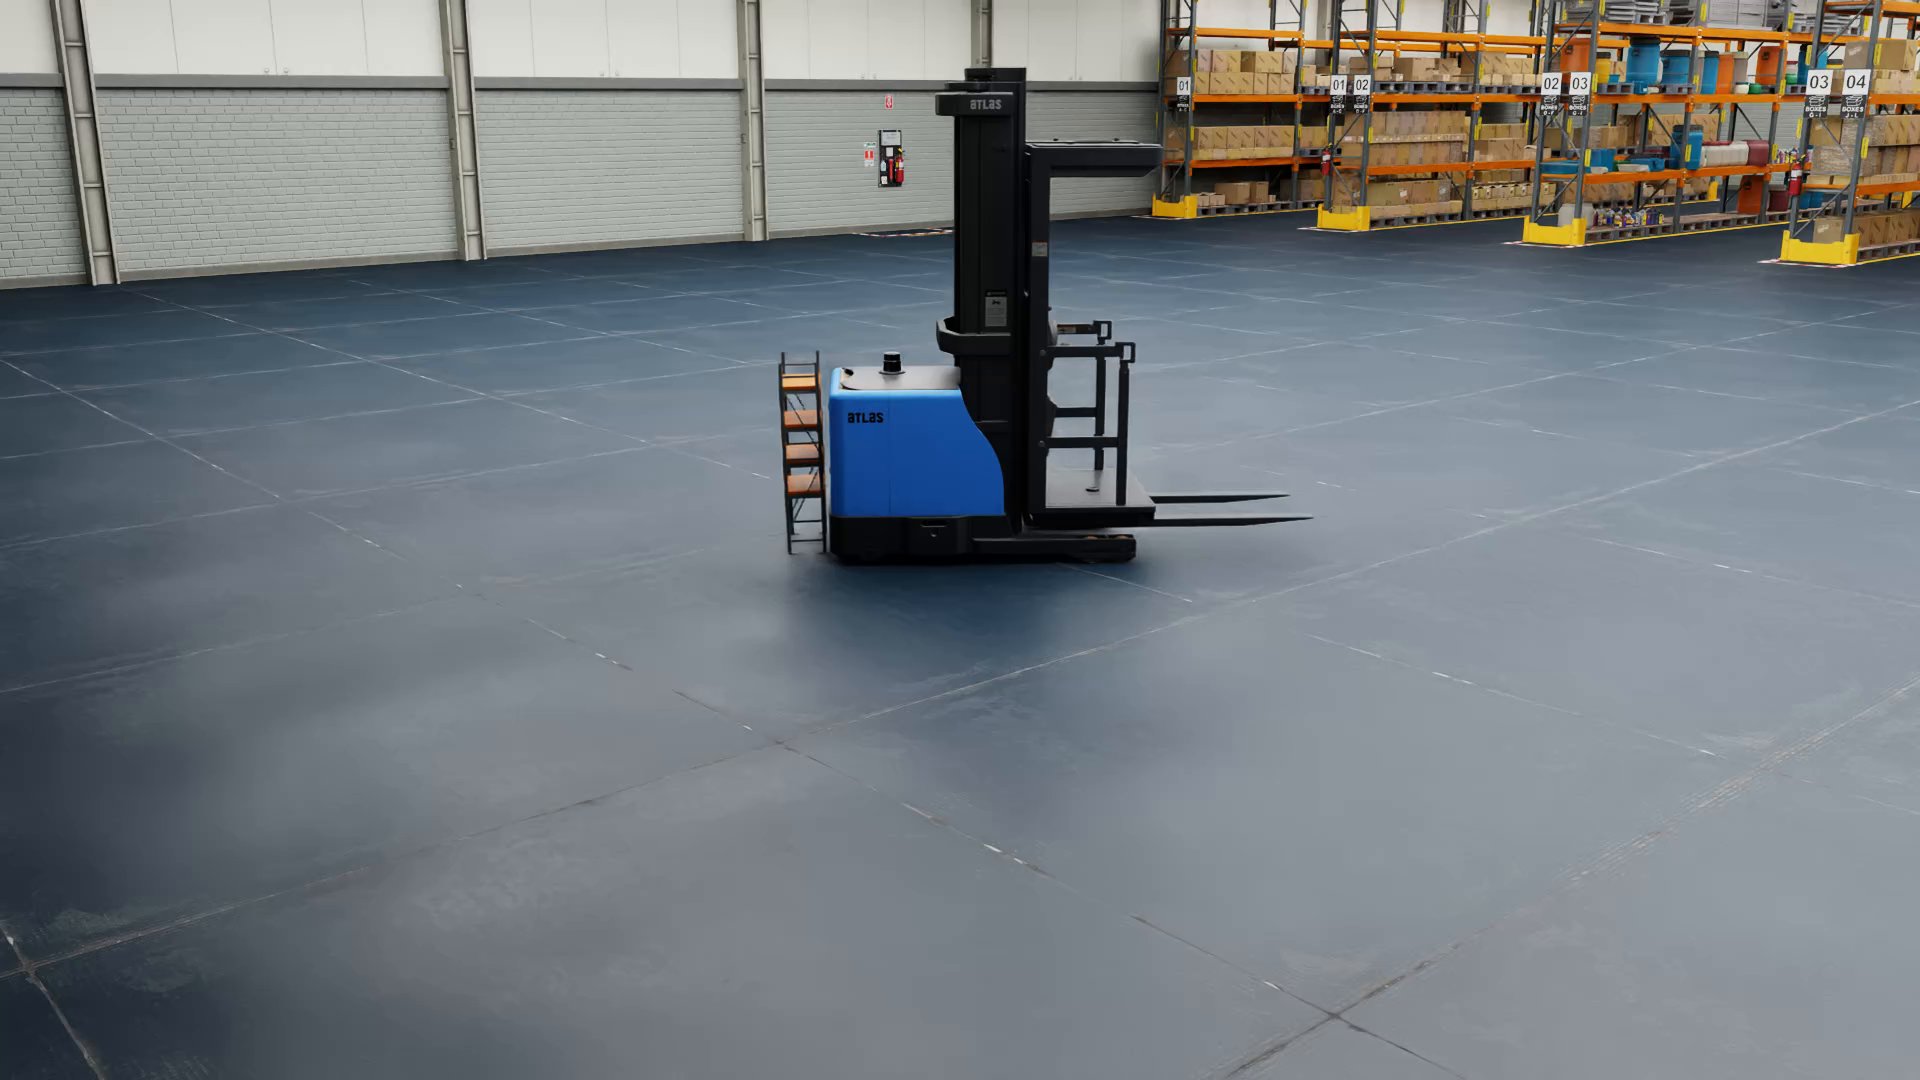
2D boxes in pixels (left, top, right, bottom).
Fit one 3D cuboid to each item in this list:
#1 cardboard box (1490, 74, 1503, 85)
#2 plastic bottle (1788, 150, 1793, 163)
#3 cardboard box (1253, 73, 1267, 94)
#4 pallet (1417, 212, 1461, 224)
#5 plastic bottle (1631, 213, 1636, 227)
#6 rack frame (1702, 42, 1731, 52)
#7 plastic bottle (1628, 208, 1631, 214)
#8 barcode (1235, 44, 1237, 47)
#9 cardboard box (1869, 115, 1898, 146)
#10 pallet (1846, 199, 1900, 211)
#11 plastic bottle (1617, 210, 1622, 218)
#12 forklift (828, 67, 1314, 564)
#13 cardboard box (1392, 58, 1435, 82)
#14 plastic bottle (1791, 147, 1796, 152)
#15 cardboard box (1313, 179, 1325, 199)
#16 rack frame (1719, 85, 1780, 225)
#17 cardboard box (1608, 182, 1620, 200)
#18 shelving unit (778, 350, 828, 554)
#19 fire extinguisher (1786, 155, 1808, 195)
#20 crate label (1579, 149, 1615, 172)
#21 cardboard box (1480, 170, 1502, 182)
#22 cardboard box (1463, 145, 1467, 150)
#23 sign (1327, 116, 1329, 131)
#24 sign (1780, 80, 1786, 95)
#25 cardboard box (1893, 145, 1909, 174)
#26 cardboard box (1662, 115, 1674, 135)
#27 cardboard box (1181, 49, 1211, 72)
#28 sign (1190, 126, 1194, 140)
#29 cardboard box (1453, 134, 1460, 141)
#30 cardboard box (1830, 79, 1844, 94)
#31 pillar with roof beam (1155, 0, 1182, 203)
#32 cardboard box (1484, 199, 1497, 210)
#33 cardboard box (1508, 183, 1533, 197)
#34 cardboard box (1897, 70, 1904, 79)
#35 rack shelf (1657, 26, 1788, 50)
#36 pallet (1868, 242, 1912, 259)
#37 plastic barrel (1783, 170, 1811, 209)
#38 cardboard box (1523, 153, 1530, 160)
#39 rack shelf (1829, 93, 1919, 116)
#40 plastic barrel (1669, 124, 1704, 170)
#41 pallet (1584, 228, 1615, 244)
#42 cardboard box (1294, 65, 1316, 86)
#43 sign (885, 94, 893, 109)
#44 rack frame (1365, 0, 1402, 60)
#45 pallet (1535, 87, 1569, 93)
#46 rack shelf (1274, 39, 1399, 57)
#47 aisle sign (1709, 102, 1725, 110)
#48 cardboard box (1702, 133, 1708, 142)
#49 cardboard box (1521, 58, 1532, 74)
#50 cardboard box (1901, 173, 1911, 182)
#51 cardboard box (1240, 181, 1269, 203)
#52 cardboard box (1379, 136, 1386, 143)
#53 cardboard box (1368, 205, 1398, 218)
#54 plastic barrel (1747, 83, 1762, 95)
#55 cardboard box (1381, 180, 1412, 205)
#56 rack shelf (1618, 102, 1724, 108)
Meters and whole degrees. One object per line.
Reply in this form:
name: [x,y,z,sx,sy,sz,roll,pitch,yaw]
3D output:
cardboard box: [12.202,-10.643,38.447,0.500,0.250,0.500,14,20,42]
plastic bottle: [18.777,-8.665,37.604,0.133,0.283,0.061,-13,19,-39]
cardboard box: [7.062,-11.020,40.149,0.500,0.500,0.500,-14,20,-41]
pallet: [10.691,-7.394,38.021,1.213,0.211,1.003,-13,19,-39]
plastic bottle: [13.609,-6.475,33.613,0.097,0.271,0.097,0,15,0]
rack frame: [20.371,-13.799,44.971,0.127,3.000,1.000,-13,19,-39]
plastic bottle: [14.039,-6.828,34.935,0.097,0.271,0.097,0,15,0]
barcode: [6.733,-12.046,40.542,0.075,0.075,0.001,-13,19,-39]
cardboard box: [15.776,-7.059,28.657,0.500,0.500,0.500,-13,19,-39]
pallet: [22.972,-8.456,41.998,1.213,0.211,1.003,-13,19,-39]
plastic bottle: [13.656,-6.693,34.428,0.097,0.271,0.097,0,15,0]
forklift: [0.691,-1.408,10.340,3.031,2.935,1.130,-1,15,-3]
cardboard box: [9.993,-10.383,36.709,0.637,0.503,0.797,-10,18,-33]
plastic bottle: [19.091,-8.835,38.108,0.185,0.351,0.144,-13,19,-39]
cardboard box: [8.965,-9.061,42.852,0.500,0.500,0.700,-13,20,-40]
rack frame: [17.584,-8.580,37.059,0.127,3.000,1.000,-13,19,-39]
cardboard box: [16.412,-8.921,42.327,0.500,0.500,0.500,-12,19,-39]
shelving unit: [-0.987,-0.559,10.505,0.258,1.200,0.503,-2,15,-3]
fire extinguisher: [14.412,-6.294,28.649,0.183,0.674,0.296,-13,19,-39]
crate label: [12.760,-7.606,33.345,0.616,0.435,0.502,-13,19,-39]
cardboard box: [15.111,-10.373,47.800,0.500,0.500,0.700,-13,20,-40]
cardboard box: [13.855,-10.915,46.248,0.250,0.149,0.380,-12,19,-38]
sign: [7.955,-8.972,35.822,0.005,0.325,0.100,-13,19,-39]
sign: [17.951,-9.873,36.289,0.005,0.325,0.100,-13,19,-39]
cardboard box: [16.323,-6.807,29.652,0.500,0.500,0.875,-13,19,-39]
cardboard box: [18.282,-10.866,43.488,0.500,0.500,0.500,-13,20,-41]
cardboard box: [5.496,-11.162,38.742,0.500,0.500,0.500,14,21,43]
sign: [5.402,-9.466,38.699,0.005,0.325,0.100,-13,19,-39]
cardboard box: [11.066,-9.100,37.554,0.250,0.149,0.380,-13,20,-41]
cardboard box: [14.998,-7.768,28.499,0.500,0.250,0.500,-12,19,-38]
pillar with roof beam: [7.832,-11.501,36.368,0.400,9.000,9.100,-13,19,-39]
cardboard box: [12.172,-7.848,38.834,0.500,0.250,0.500,-12,19,-38]
cardboard box: [13.332,-8.379,39.736,0.500,0.311,0.500,-13,20,-40]
cardboard box: [15.967,-7.996,28.578,0.250,0.149,0.380,-13,20,-40]
rack shelf: [16.076,-10.599,35.161,4.000,0.370,1.077,-13,19,-39]
pallet: [16.414,-5.263,30.043,1.213,0.211,1.003,-13,19,-39]
plastic barrel: [19.646,-8.238,39.031,0.708,0.901,0.600,-13,19,-39]
cardboard box: [13.411,-9.197,39.854,0.250,0.149,0.380,-11,18,-35]
rack shelf: [16.310,-7.701,29.350,4.000,0.370,1.077,-13,19,-39]
plastic barrel: [15.057,-8.151,34.482,0.708,0.901,0.600,-13,19,-39]
pallet: [12.192,-6.036,32.939,1.213,0.211,1.003,-13,19,-39]
cardboard box: [8.529,-11.609,41.577,0.500,0.500,0.500,-9,18,-32]
sign: [-1.481,-9.151,34.704,0.199,0.298,0.001,-13,19,-39]
rack frame: [11.081,-13.407,43.505,0.127,3.000,1.000,-13,19,-39]
pallet: [13.882,-10.771,39.813,1.003,0.211,1.213,-12,19,-37]
rack shelf: [9.572,-12.528,42.381,4.000,0.370,1.077,-13,19,-39]
aisle sign: [20.623,-12.108,45.230,0.004,0.787,0.394,-13,19,-39]
cardboard box: [19.823,-10.731,44.918,0.500,0.500,0.500,-12,19,-39]
cardboard box: [15.970,-13.504,47.512,0.500,0.500,0.500,-14,20,-42]
cardboard box: [16.708,-6.472,29.653,0.250,0.149,0.380,-13,19,-39]
cardboard box: [7.307,-8.652,41.321,0.500,0.500,0.500,14,21,43]
cardboard box: [8.935,-8.621,35.762,0.250,0.149,0.380,-13,20,-41]
cardboard box: [9.226,-7.197,36.396,0.500,0.250,0.500,-13,19,-39]
plastic barrel: [17.432,-9.902,36.498,0.294,0.245,0.294,0,15,0]
cardboard box: [9.596,-7.646,36.625,0.500,0.500,0.500,-13,19,-39]
rack shelf: [18.862,-11.663,44.182,4.000,0.370,1.077,-13,19,-39]
